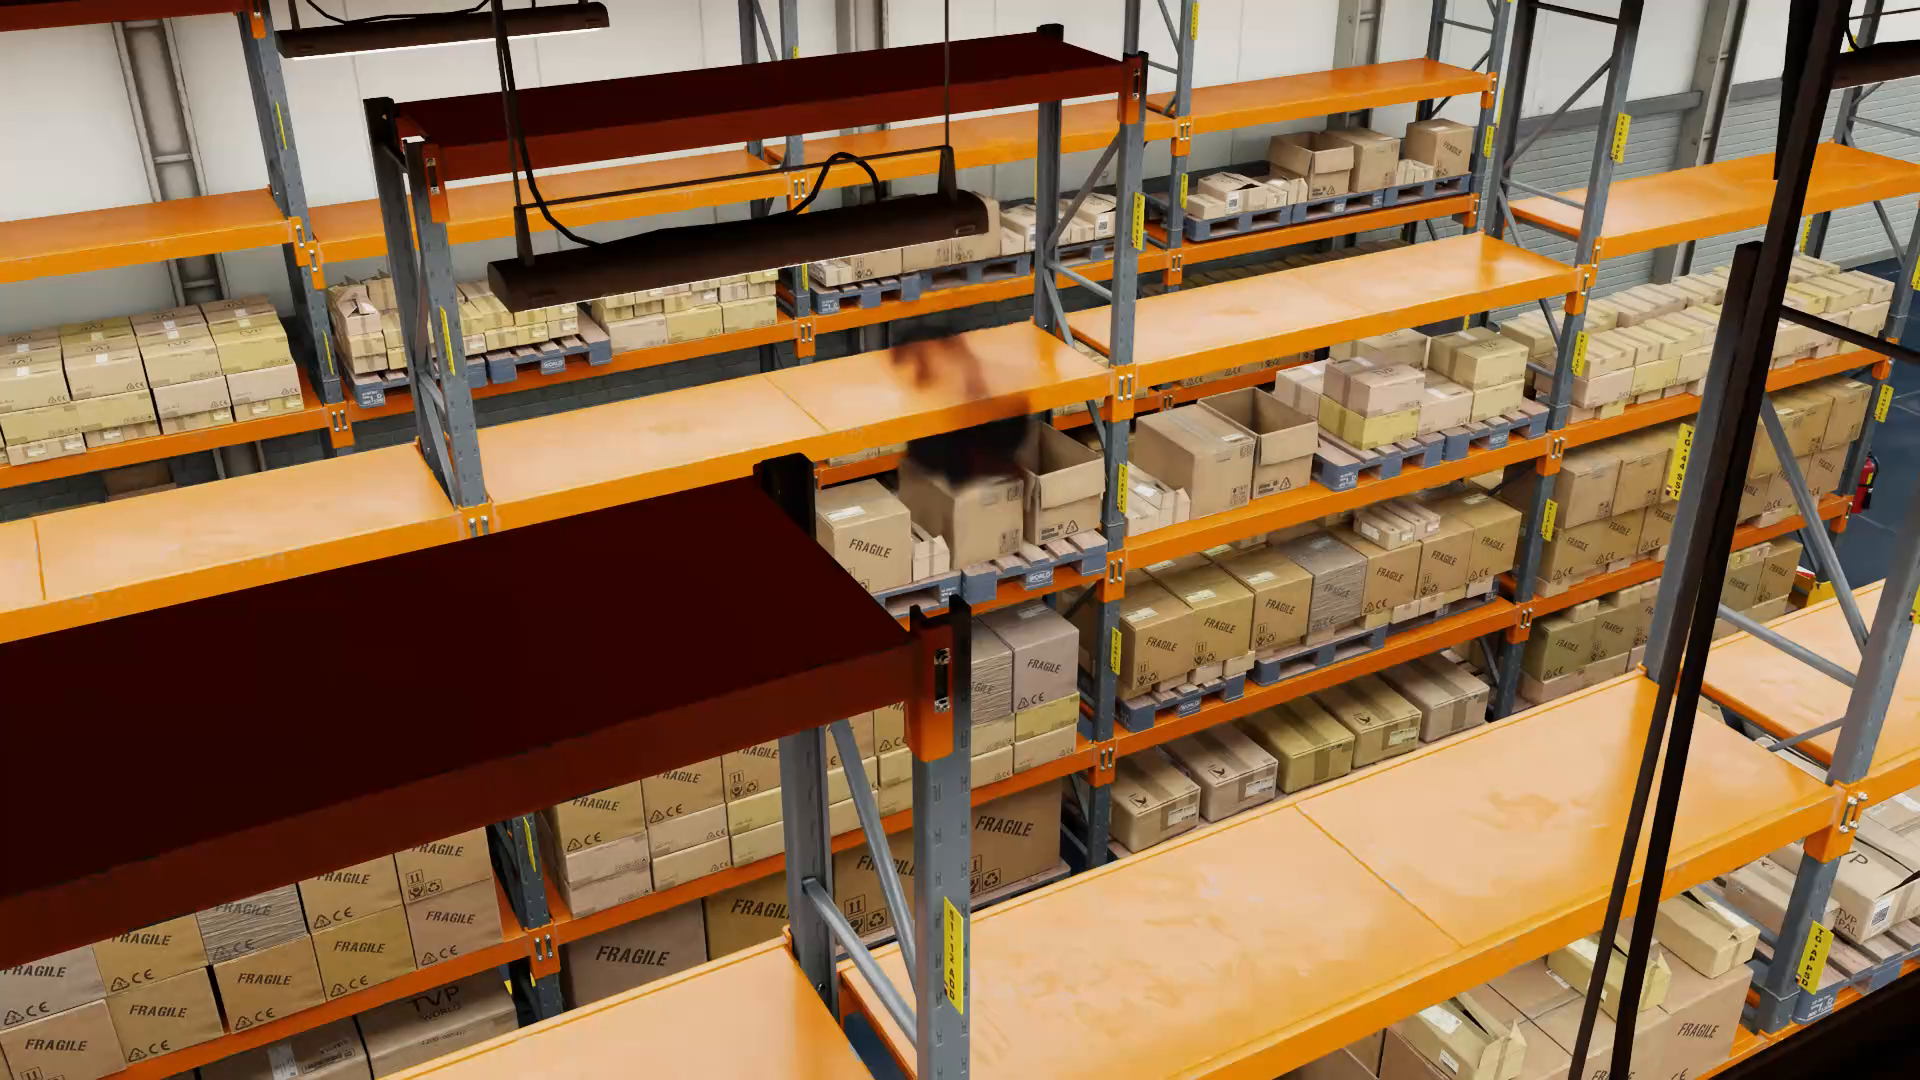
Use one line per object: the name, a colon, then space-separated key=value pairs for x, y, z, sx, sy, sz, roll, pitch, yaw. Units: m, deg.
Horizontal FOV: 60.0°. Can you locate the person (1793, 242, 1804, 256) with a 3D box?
person: x=10.061 y=-2.743 z=20.291 sx=0.785 sy=1.832 sz=0.674 roll=-24 pitch=36 yaw=-38
